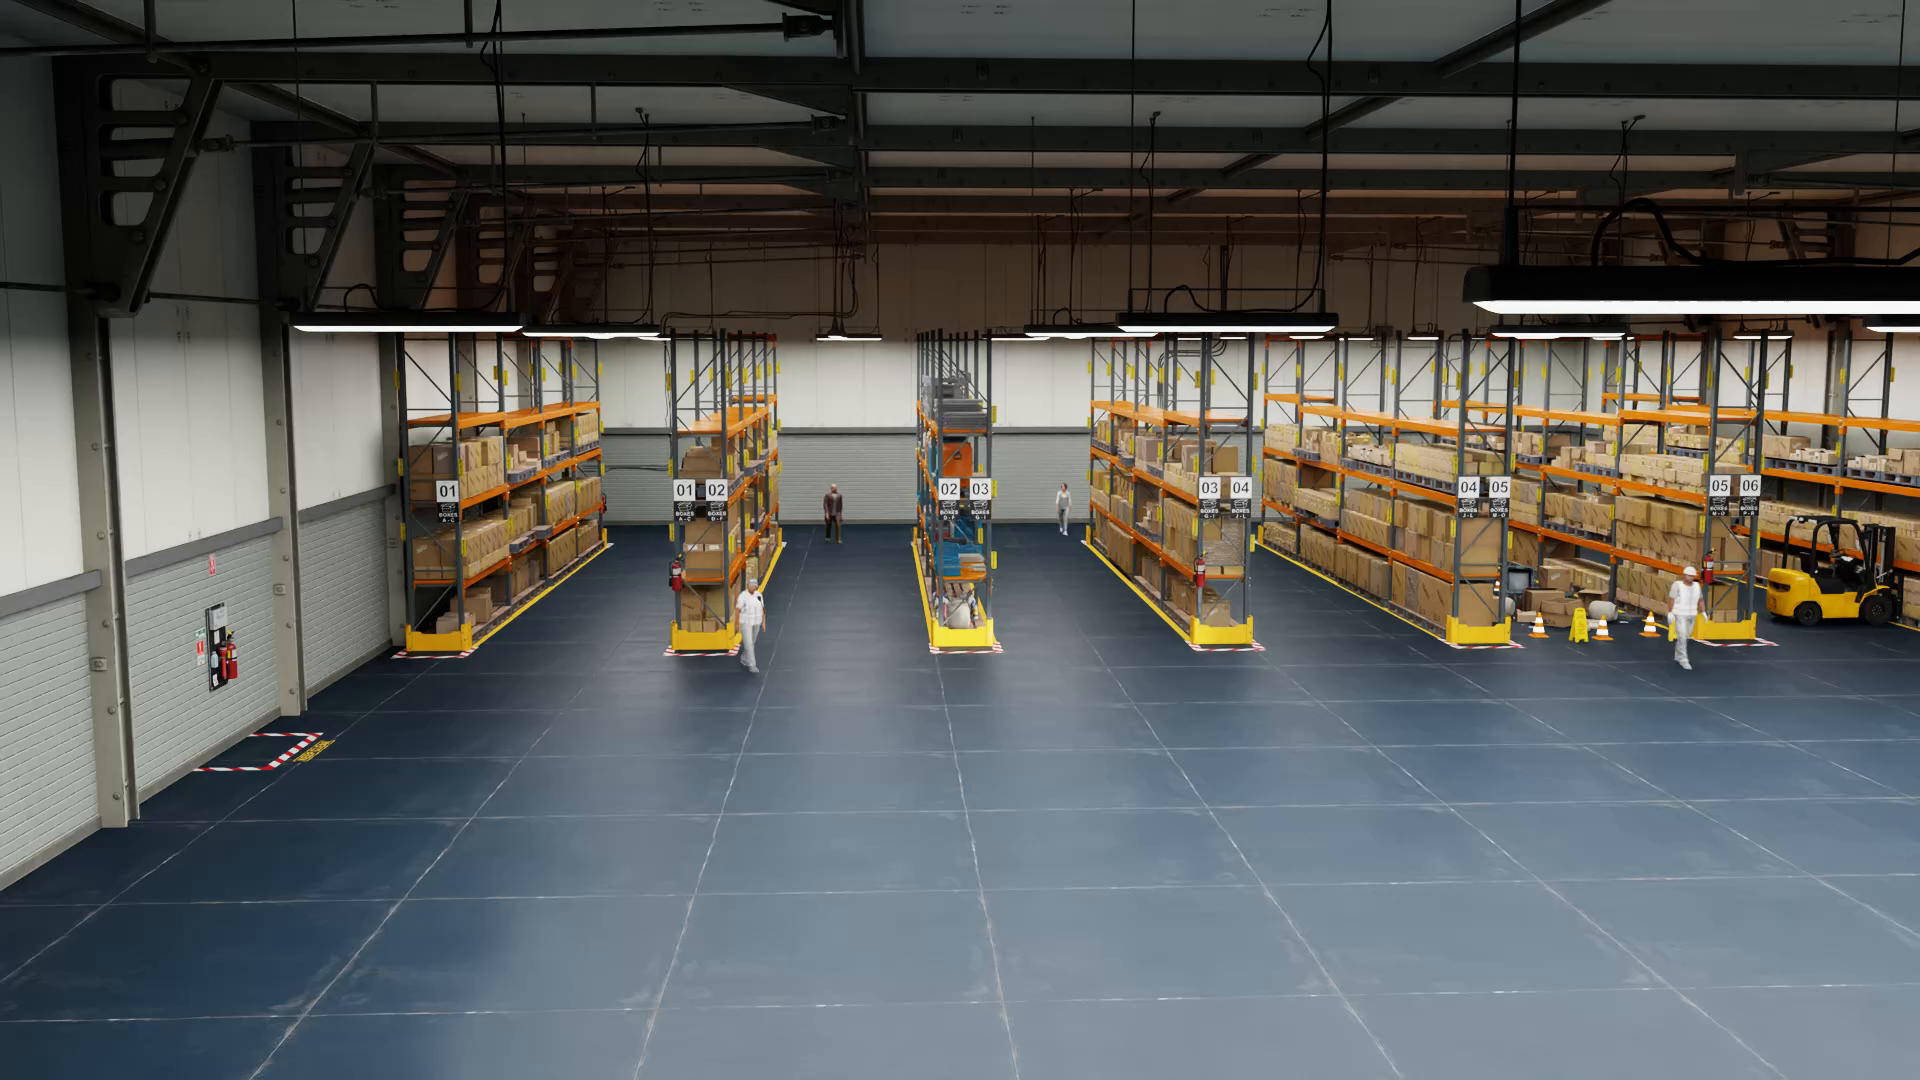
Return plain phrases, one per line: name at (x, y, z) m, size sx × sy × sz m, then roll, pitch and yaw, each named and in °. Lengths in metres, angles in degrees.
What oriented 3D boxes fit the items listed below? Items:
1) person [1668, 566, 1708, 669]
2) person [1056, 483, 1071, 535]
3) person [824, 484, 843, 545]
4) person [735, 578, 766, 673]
person at (12.956, 1.359, 29.613) m, size 0.605 × 1.794 × 0.695 m, roll -1°, pitch 7°, yaw -10°
person at (3.115, -0.951, 50.012) m, size 0.447 × 1.536 × 1.008 m, roll 1°, pitch 7°, yaw 6°
person at (-3.608, -0.747, 47.436) m, size 0.563 × 1.727 × 1.143 m, roll -2°, pitch 7°, yaw -13°
person at (-3.664, 1.465, 29.186) m, size 0.528 × 1.610 × 0.957 m, roll -6°, pitch 9°, yaw -41°
